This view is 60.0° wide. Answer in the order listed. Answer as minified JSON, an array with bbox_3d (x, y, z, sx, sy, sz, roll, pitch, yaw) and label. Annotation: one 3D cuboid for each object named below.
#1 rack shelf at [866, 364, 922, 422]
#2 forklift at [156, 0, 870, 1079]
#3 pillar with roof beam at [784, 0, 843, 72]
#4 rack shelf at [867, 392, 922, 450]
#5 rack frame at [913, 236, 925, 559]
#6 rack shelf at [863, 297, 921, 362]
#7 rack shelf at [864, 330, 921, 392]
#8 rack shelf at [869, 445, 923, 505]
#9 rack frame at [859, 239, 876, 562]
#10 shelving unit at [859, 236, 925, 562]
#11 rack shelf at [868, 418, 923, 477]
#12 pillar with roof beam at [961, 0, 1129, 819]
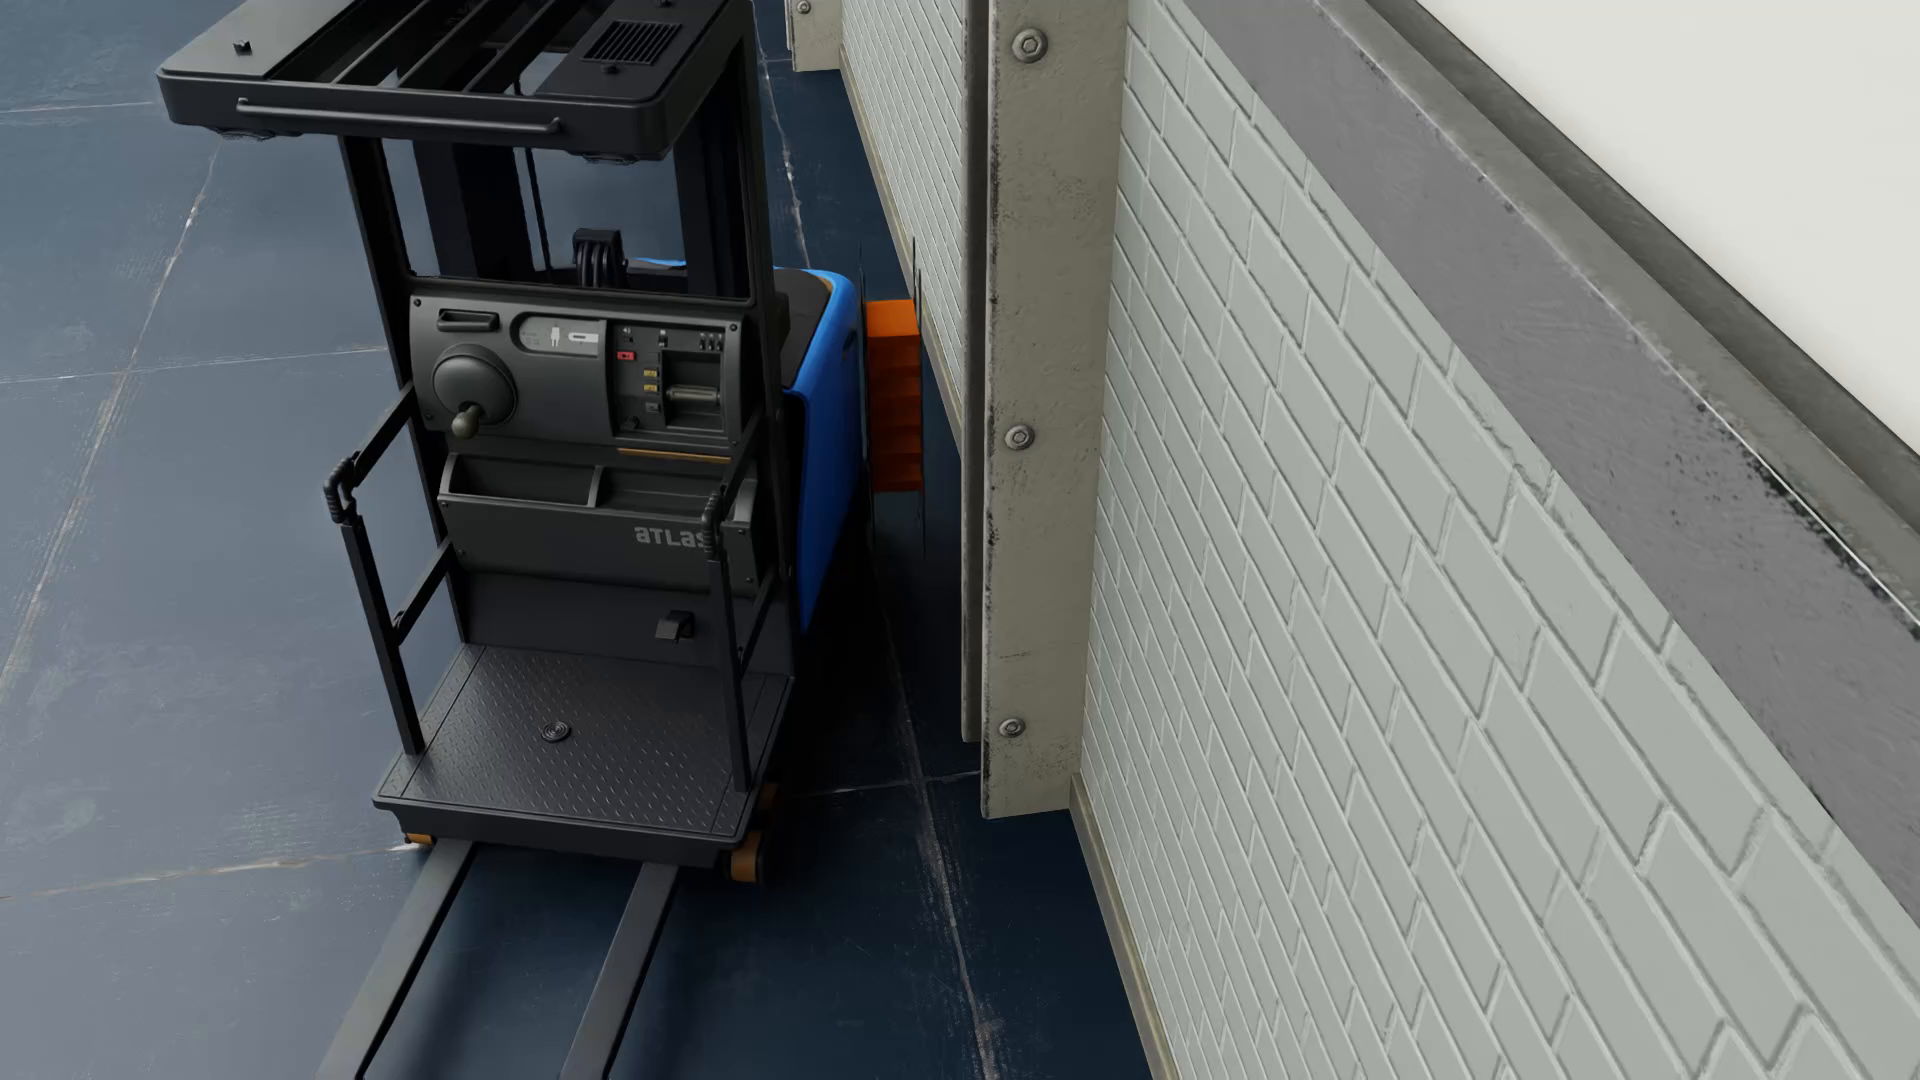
[{"bbox_3d":[-0.235,-0.532,5.833,0.180,0.103,0.258,-4,38,-5],"label":"rack shelf"},{"bbox_3d":[-1.071,-0.378,4.347,1.130,2.935,3.031,5,38,7],"label":"forklift"},{"bbox_3d":[-5.101,-5.988,6.622,9.100,9.000,0.400,-6,38,-8],"label":"pillar with roof beam"},{"bbox_3d":[-0.235,-0.437,5.907,0.180,0.103,0.258,-4,38,-5],"label":"rack shelf"},{"bbox_3d":[-0.144,-0.478,5.887,0.006,1.200,0.240,-4,38,-5],"label":"rack frame"},{"bbox_3d":[-0.235,-0.721,5.686,0.180,0.103,0.258,-4,38,-5],"label":"rack shelf"},{"bbox_3d":[-0.235,-0.626,5.759,0.180,0.103,0.258,-4,38,-5],"label":"rack shelf"},{"bbox_3d":[-0.235,-0.247,6.054,0.180,0.103,0.258,-4,38,-5],"label":"rack shelf"},{"bbox_3d":[-0.326,-0.466,5.872,0.006,1.200,0.240,-4,38,-5],"label":"rack frame"},{"bbox_3d":[-0.235,-0.472,5.879,0.189,1.200,0.258,-4,38,-5],"label":"shelving unit"},{"bbox_3d":[-0.235,-0.342,5.980,0.180,0.103,0.258,-4,38,-5],"label":"rack shelf"},{"bbox_3d":[-4.049,-2.364,1.957,9.100,9.000,0.400,-6,38,-8],"label":"pillar with roof beam"}]
